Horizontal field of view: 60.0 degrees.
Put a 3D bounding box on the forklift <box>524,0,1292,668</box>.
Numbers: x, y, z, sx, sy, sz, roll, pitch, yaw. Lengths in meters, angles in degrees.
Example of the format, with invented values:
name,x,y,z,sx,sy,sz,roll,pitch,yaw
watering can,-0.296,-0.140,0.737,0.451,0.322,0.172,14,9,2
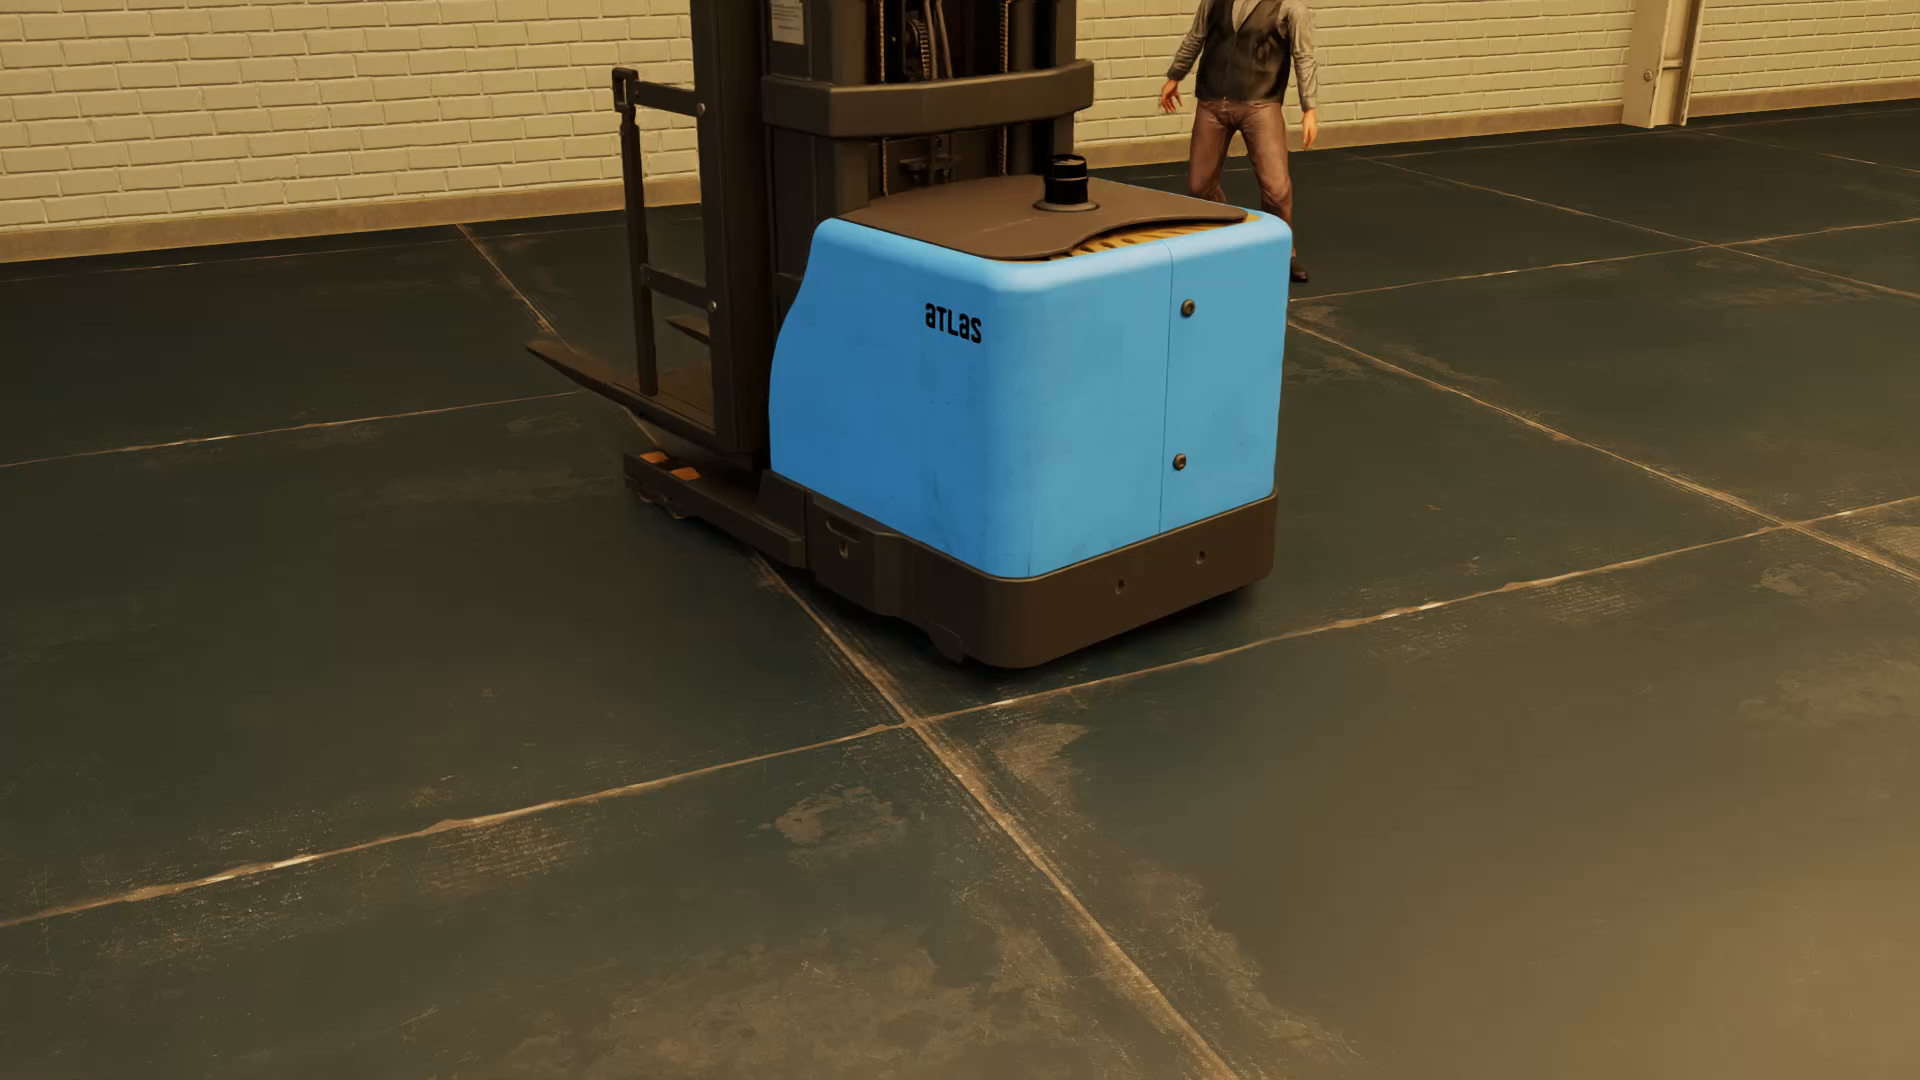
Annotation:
name,x,y,z,sx,sy,sz,roll,pitch,yaw
forklift,-0.437,-1.525,4.958,1.130,2.935,3.031,-18,28,-36

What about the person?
name,x,y,z,sx,sy,sz,roll,pitch,yaw
person,1.372,-2.116,8.110,0.873,1.689,0.483,14,26,30
